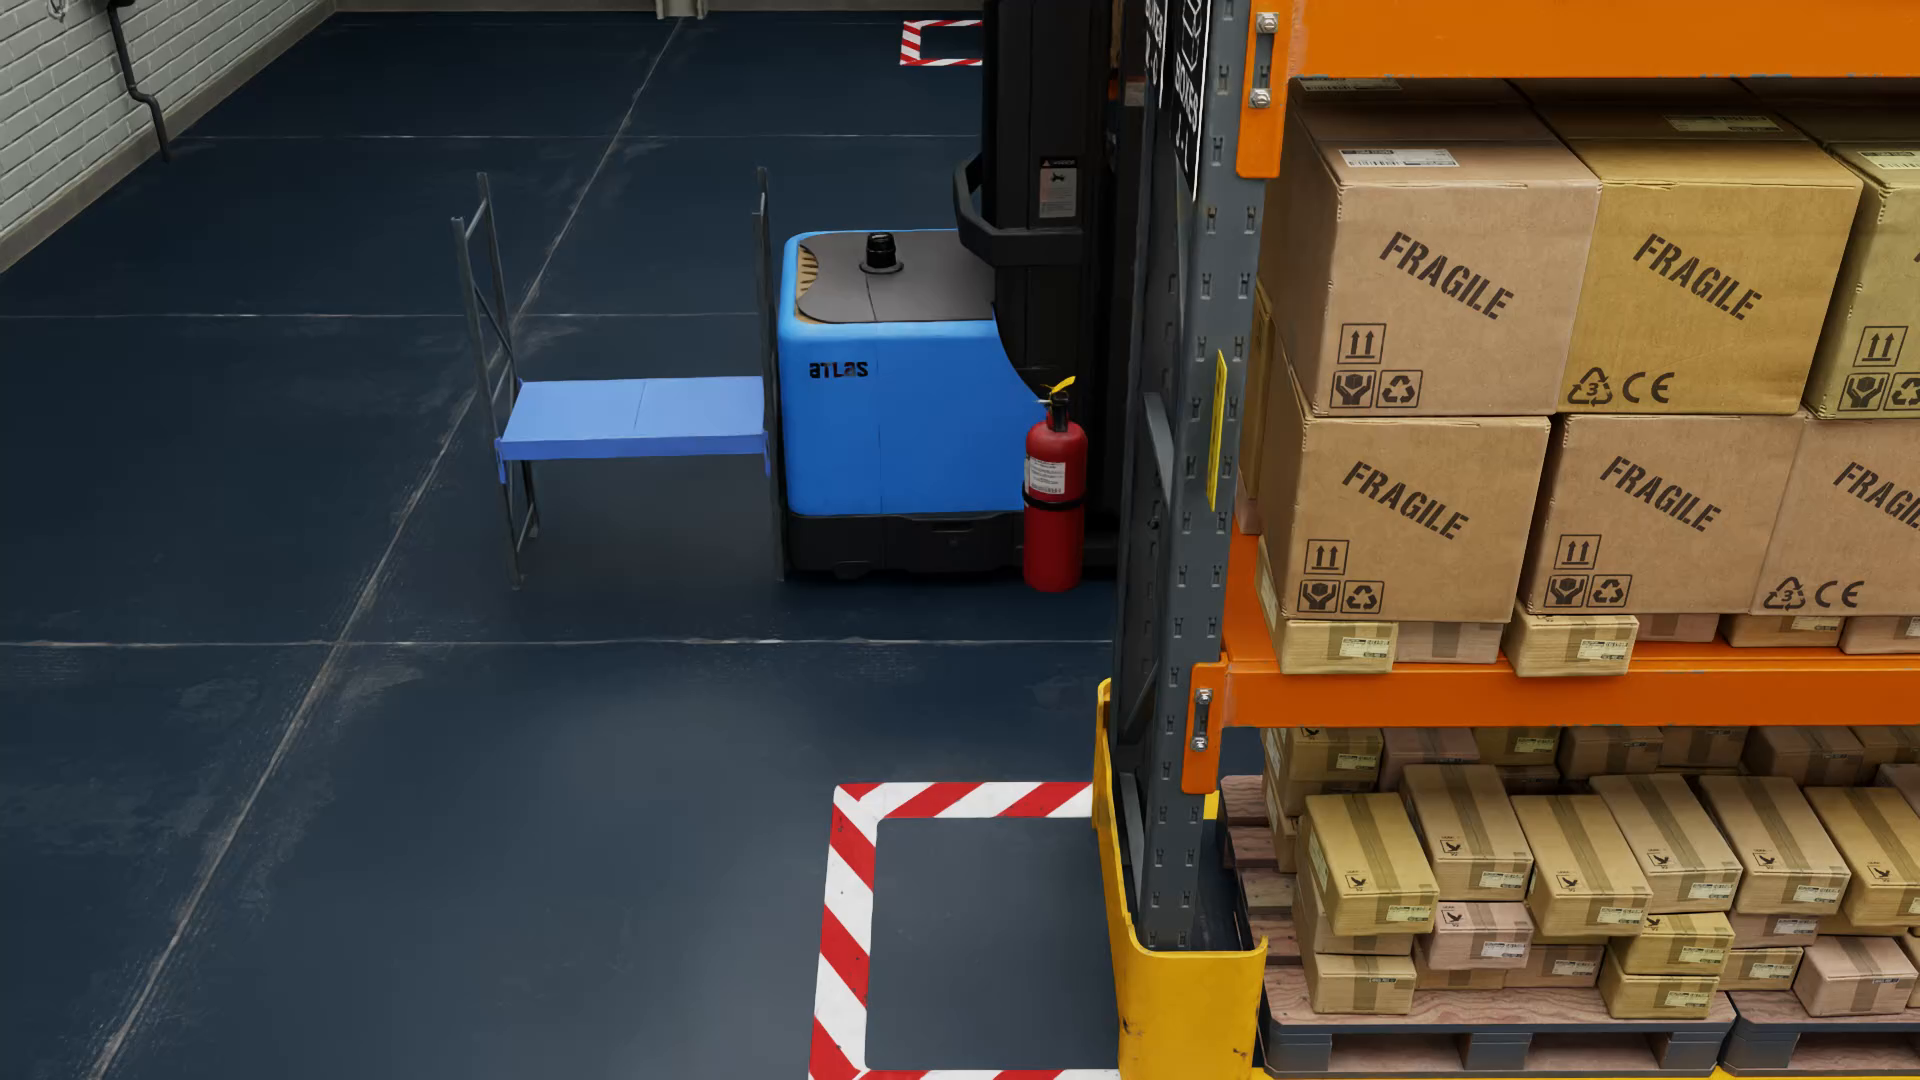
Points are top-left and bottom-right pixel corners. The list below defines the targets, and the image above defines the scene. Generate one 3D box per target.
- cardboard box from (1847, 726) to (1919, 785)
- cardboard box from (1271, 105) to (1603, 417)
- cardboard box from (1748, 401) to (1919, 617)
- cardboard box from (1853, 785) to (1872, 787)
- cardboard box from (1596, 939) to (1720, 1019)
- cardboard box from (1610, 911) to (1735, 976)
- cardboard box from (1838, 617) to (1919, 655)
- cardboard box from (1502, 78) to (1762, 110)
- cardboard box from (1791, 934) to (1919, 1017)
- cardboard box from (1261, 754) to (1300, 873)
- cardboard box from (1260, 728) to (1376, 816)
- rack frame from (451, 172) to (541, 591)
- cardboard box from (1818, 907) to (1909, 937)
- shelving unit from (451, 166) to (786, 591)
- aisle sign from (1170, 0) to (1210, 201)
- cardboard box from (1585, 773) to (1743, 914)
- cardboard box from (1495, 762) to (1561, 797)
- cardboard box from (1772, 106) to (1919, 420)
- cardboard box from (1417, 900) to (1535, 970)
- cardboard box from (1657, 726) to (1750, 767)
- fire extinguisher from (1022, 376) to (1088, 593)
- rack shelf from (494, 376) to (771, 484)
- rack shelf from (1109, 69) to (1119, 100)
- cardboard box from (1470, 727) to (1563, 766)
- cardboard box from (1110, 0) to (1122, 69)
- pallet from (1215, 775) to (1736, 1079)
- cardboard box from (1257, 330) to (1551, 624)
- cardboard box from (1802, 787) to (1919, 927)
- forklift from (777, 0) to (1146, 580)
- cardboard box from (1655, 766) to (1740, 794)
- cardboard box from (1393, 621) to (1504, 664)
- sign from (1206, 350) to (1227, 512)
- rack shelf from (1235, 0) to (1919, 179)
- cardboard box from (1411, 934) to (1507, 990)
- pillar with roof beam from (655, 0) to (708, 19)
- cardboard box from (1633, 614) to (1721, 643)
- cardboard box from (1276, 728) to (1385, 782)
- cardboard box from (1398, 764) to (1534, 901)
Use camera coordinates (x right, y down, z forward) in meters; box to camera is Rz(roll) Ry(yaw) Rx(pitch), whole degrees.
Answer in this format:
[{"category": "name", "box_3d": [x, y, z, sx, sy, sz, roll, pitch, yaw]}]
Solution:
[{"category": "cardboard box", "box_3d": [2.609, 0.525, 4.763, 0.250, 0.149, 0.380, 0, 31, 0]}, {"category": "cardboard box", "box_3d": [0.969, -0.594, 3.490, 0.500, 0.500, 0.500, 0, 31, -1]}, {"category": "cardboard box", "box_3d": [1.994, -0.170, 3.756, 0.500, 0.500, 0.500, 0, 31, 0]}, {"category": "cardboard box", "box_3d": [2.613, 0.613, 4.905, 0.250, 0.149, 0.380, 0, 31, 0]}, {"category": "cardboard box", "box_3d": [1.810, 1.080, 4.422, 0.250, 0.149, 0.380, 0, 31, 0]}, {"category": "cardboard box", "box_3d": [1.819, 0.948, 4.352, 0.250, 0.149, 0.380, 1, 31, 1]}, {"category": "cardboard box", "box_3d": [2.144, 0.102, 3.932, 0.250, 0.149, 0.380, -1, 31, -1]}, {"category": "cardboard box", "box_3d": [1.481, -0.862, 3.932, 0.500, 0.500, 0.500, -1, 31, -2]}, {"category": "cardboard box", "box_3d": [2.314, 1.074, 4.432, 0.250, 0.149, 0.380, -2, 31, -3]}, {"category": "cardboard box", "box_3d": [1.043, 0.797, 4.888, 0.250, 0.149, 0.380, 0, 31, 1]}, {"category": "cardboard box", "box_3d": [1.044, 0.630, 4.877, 0.250, 0.149, 0.380, -1, 31, -2]}, {"category": "rack frame", "box_3d": [-1.729, -0.574, 6.251, 0.032, 1.500, 0.500, -2, 31, -3]}, {"category": "cardboard box", "box_3d": [2.355, 0.876, 4.471, 0.250, 0.149, 0.380, 1, 31, 2]}, {"category": "shelving unit", "box_3d": [-1.221, -0.590, 6.277, 1.048, 1.500, 0.538, -2, 31, -3]}, {"category": "aisle sign", "box_3d": [0.447, -1.088, 3.146, 0.004, 0.787, 0.394, 0, 31, 0]}, {"category": "cardboard box", "box_3d": [1.819, 0.786, 4.333, 0.250, 0.149, 0.380, -2, 31, -3]}, {"category": "cardboard box", "box_3d": [1.564, 0.627, 4.881, 0.250, 0.149, 0.380, -1, 31, -2]}, {"category": "cardboard box", "box_3d": [1.993, -0.589, 3.481, 0.500, 0.500, 0.500, -1, 31, -1]}, {"category": "cardboard box", "box_3d": [1.318, 0.940, 4.366, 0.250, 0.149, 0.380, 0, 31, -1]}, {"category": "cardboard box", "box_3d": [2.083, 0.484, 4.831, 0.250, 0.149, 0.380, 1, 31, 2]}, {"category": "fire extinguisher", "box_3d": [0.263, -0.179, 4.587, 0.183, 0.674, 0.296, 0, 31, 0]}, {"category": "rack shelf", "box_3d": [-1.221, -0.437, 6.370, 1.000, 0.185, 0.538, -2, 31, -3]}, {"category": "rack shelf", "box_3d": [2.387, -2.399, 8.505, 4.000, 0.370, 1.077, 0, 31, 0]}, {"category": "cardboard box", "box_3d": [1.556, 0.482, 4.834, 0.250, 0.149, 0.380, -1, 31, -1]}, {"category": "cardboard box", "box_3d": [0.869, -2.595, 8.039, 0.500, 0.500, 0.500, 0, 31, -1]}, {"category": "pallet", "box_3d": [1.407, 1.075, 4.774, 1.213, 0.211, 1.003, 0, 31, 0]}, {"category": "cardboard box", "box_3d": [0.969, -0.161, 3.740, 0.500, 0.500, 0.500, 1, 31, 2]}, {"category": "cardboard box", "box_3d": [2.360, 0.813, 4.289, 0.250, 0.149, 0.380, 0, 31, 0]}, {"category": "forklift", "box_3d": [0.815, -1.385, 6.207, 3.031, 2.935, 1.130, -2, 31, -3]}, {"category": "cardboard box", "box_3d": [2.081, 0.619, 4.895, 0.250, 0.149, 0.380, 0, 31, 0]}, {"category": "cardboard box", "box_3d": [1.098, 0.122, 3.900, 0.250, 0.149, 0.380, 1, 31, 1]}, {"category": "sign", "box_3d": [0.521, -0.221, 3.388, 0.005, 0.325, 0.100, 0, 31, 0]}, {"category": "rack shelf", "box_3d": [2.518, -1.114, 3.496, 4.000, 0.370, 1.077, 0, 31, 0]}, {"category": "cardboard box", "box_3d": [1.305, 1.028, 4.508, 0.250, 0.149, 0.380, 0, 31, 0]}, {"category": "pillar with roof beam", "box_3d": [-2.322, -6.065, 8.072, 0.400, 9.000, 9.100, 0, 31, 0]}, {"category": "cardboard box", "box_3d": [1.626, 0.077, 3.974, 0.250, 0.149, 0.380, 1, 31, 2]}, {"category": "cardboard box", "box_3d": [1.046, 0.519, 4.772, 0.250, 0.149, 0.380, 0, 31, 0]}, {"category": "cardboard box", "box_3d": [1.319, 0.764, 4.369, 0.250, 0.149, 0.380, 0, 31, 1]}]
